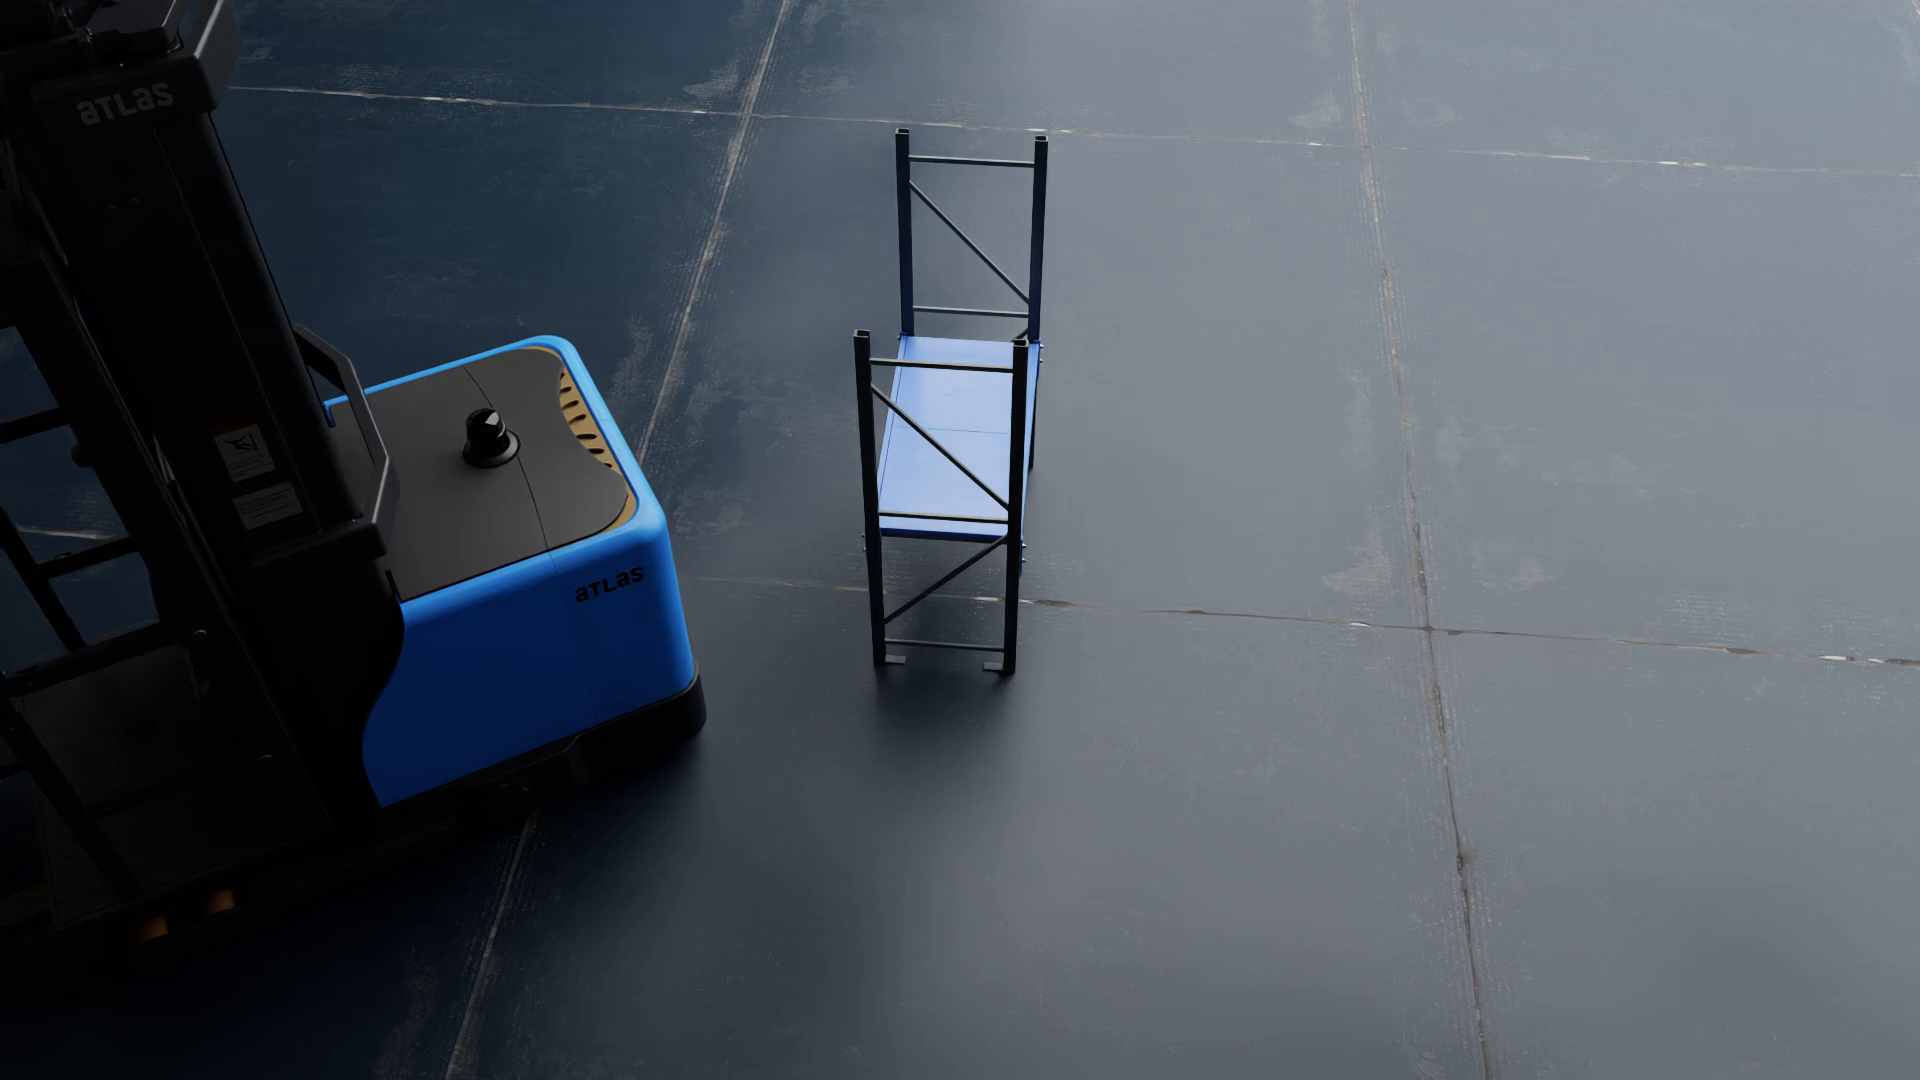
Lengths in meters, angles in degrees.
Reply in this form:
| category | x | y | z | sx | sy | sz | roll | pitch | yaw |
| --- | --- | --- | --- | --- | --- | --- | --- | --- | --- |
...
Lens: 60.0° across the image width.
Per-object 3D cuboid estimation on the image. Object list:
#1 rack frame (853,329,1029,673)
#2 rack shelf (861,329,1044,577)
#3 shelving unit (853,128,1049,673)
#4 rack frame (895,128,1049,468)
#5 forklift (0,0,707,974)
| category | x | y | z | sx | sy | sz | roll | pitch | yaw |
| --- | --- | --- | --- | --- | --- | --- | --- | --- | --- |
| rack frame | -0.054 | -0.070 | 5.298 | 0.500 | 1.500 | 0.032 | 4 | 48 | 4 |
| rack shelf | -0.008 | -0.322 | 5.772 | 0.538 | 0.185 | 1.000 | 4 | 48 | 4 |
| shelving unit | -0.008 | -0.443 | 5.639 | 0.538 | 1.500 | 1.048 | 4 | 48 | 4 |
| rack frame | 0.039 | -0.817 | 5.981 | 0.500 | 1.500 | 0.032 | 4 | 48 | 4 |
| forklift | -2.404 | -0.143 | 4.394 | 3.031 | 2.935 | 1.130 | -21 | 51 | -18 |
